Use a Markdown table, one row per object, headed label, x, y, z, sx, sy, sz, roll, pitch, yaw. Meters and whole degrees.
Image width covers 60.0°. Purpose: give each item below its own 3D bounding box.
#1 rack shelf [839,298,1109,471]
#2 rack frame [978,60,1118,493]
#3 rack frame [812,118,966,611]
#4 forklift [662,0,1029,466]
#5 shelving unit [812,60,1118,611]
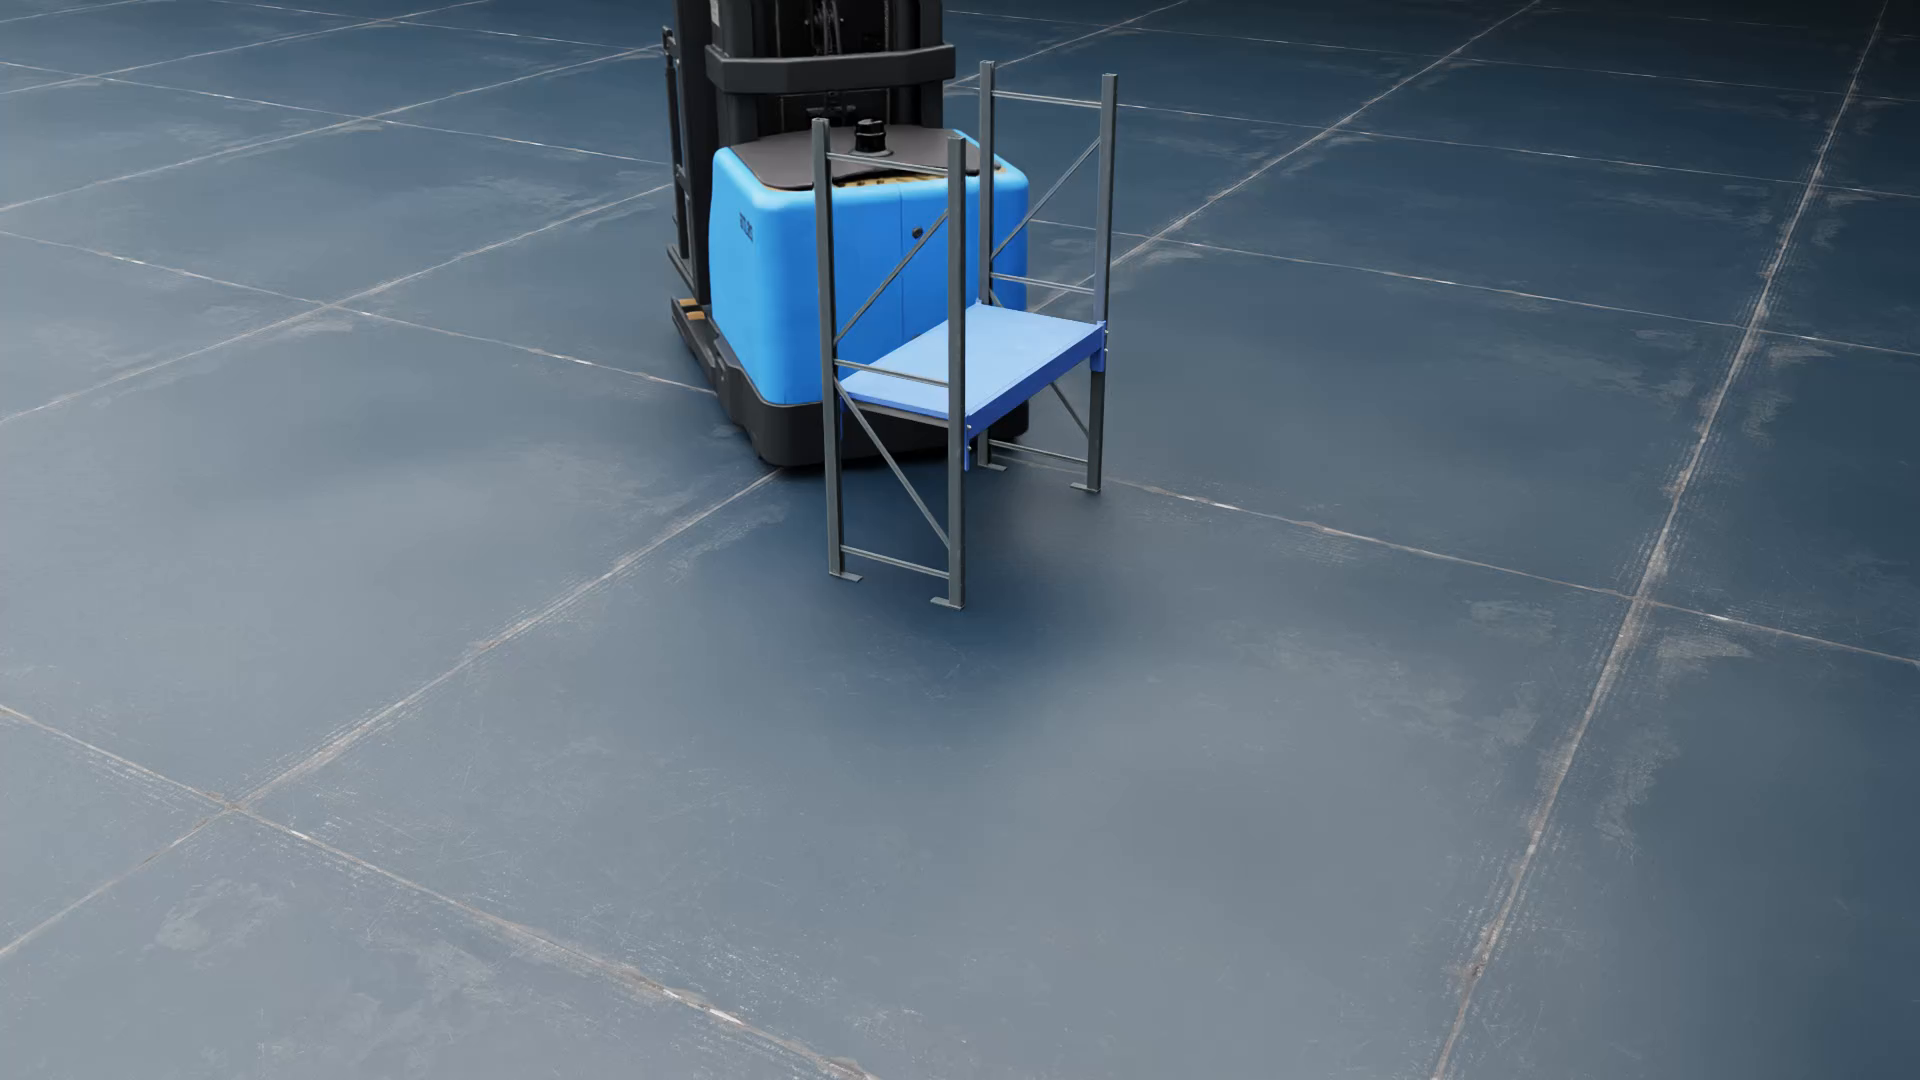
| label | x | y | z | sx | sy | sz | roll | pitch | yaw |
| --- | --- | --- | --- | --- | --- | --- | --- | --- | --- |
| rack shelf | 0.042 | -0.543 | 5.561 | 0.538 | 0.185 | 1.000 | 14 | 30 | 26 |
| rack frame | 0.292 | -0.902 | 5.876 | 0.500 | 1.500 | 0.032 | 14 | 30 | 26 |
| rack frame | -0.208 | -0.506 | 5.085 | 0.500 | 1.500 | 0.032 | 14 | 30 | 26 |
| forklift | -0.687 | -2.221 | 6.913 | 1.130 | 2.935 | 3.031 | -9 | 28 | -17 |
| shelving unit | 0.042 | -0.704 | 5.481 | 0.538 | 1.500 | 1.048 | 14 | 30 | 26 |
